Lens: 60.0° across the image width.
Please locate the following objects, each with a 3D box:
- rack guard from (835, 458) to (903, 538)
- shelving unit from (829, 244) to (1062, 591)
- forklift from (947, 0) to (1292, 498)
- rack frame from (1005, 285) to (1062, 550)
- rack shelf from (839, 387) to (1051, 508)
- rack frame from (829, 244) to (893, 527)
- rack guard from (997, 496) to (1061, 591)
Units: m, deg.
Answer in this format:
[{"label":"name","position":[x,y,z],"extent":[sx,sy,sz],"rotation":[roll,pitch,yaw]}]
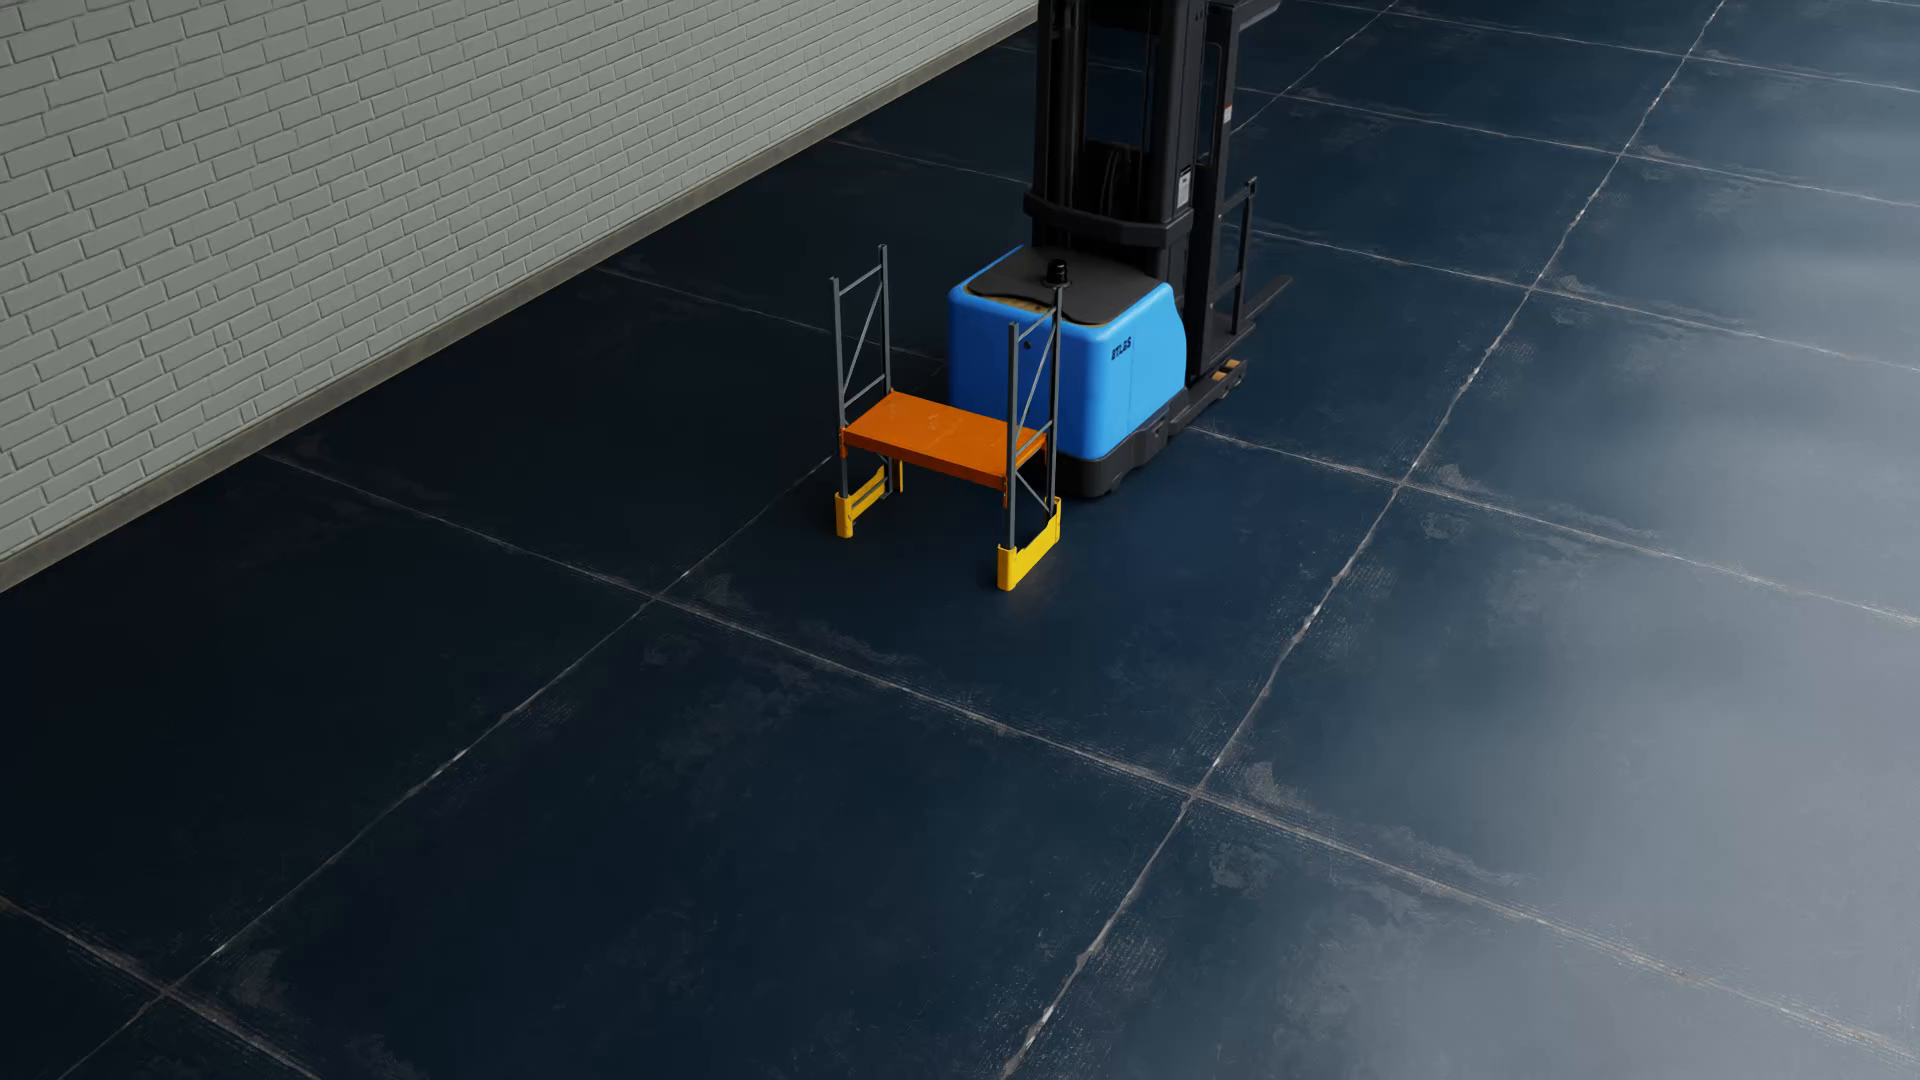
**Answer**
[{"label":"rack guard","position":[-0.499,-0.262,9.189],"extent":[0.087,0.250,0.587],"rotation":[18,37,24]},{"label":"shelving unit","position":[-0.066,-0.645,8.637],"extent":[1.083,1.500,0.587],"rotation":[18,37,24]},{"label":"forklift","position":[1.148,-2.231,9.727],"extent":[1.130,2.935,3.031],"rotation":[20,39,27]},{"label":"rack frame","position":[0.367,-0.508,8.431],"extent":[0.032,1.500,0.500],"rotation":[18,37,24]},{"label":"rack shelf","position":[-0.074,-0.498,8.740],"extent":[1.000,0.185,0.538],"rotation":[18,37,24]},{"label":"rack frame","position":[-0.515,-0.788,8.850],"extent":[0.032,1.500,0.500],"rotation":[18,37,24]},{"label":"rack guard","position":[0.366,0.012,8.778],"extent":[0.087,0.250,0.587],"rotation":[18,37,24]}]
